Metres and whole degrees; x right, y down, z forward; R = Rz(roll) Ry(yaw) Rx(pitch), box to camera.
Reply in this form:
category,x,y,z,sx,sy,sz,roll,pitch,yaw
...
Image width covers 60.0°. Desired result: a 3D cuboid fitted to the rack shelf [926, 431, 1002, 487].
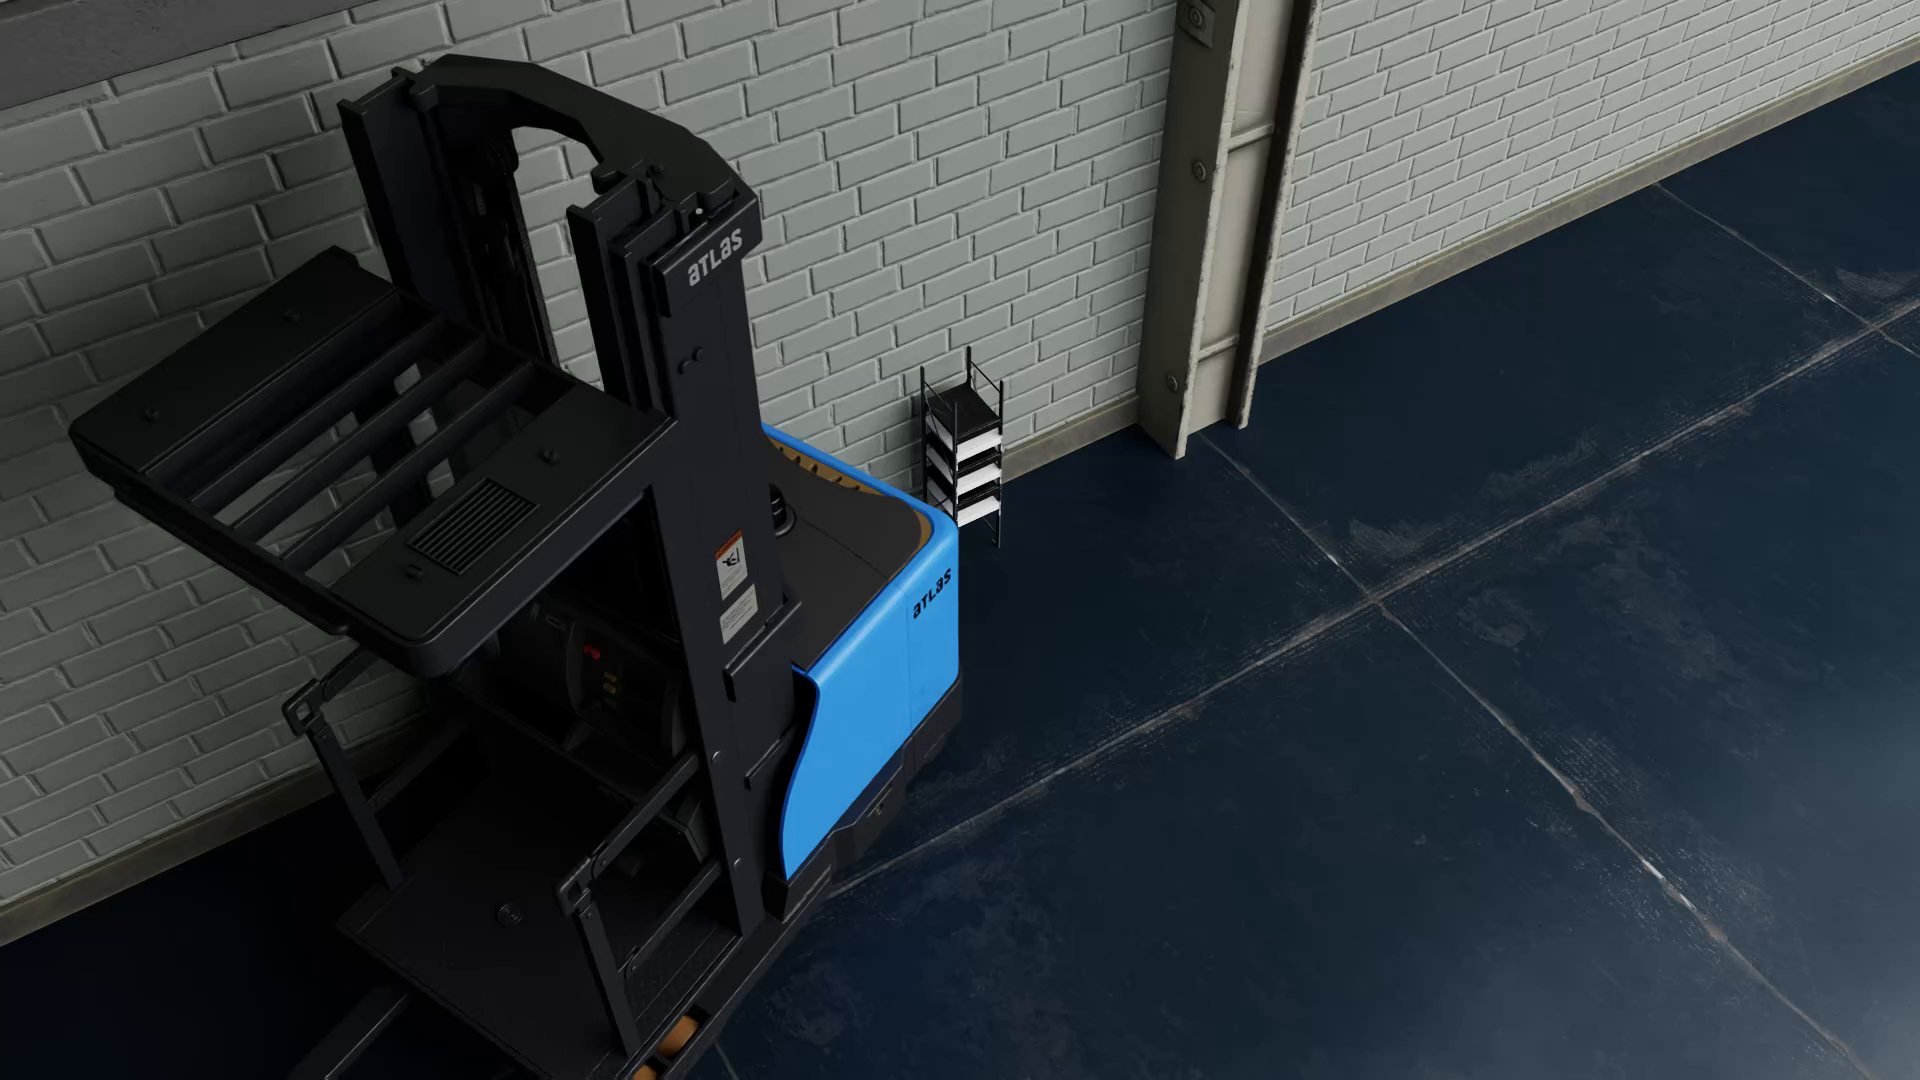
category,x,y,z,sx,sy,sz,roll,pitch,yaw
rack shelf,0.007,-0.340,6.320,0.200,0.077,0.258,-25,53,-21

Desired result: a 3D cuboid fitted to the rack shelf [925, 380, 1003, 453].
category,x,y,z,sx,sy,sz,roll,pitch,yaw
rack shelf,0.007,-0.460,6.185,0.200,0.077,0.258,-25,53,-21

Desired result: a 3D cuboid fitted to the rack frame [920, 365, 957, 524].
category,x,y,z,sx,sy,sz,roll,pitch,yaw
rack frame,-0.079,-0.262,6.326,0.006,0.900,0.240,-25,53,-21

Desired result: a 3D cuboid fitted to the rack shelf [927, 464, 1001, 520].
category,x,y,z,sx,sy,sz,roll,pitch,yaw
rack shelf,0.007,-0.220,6.454,0.200,0.077,0.258,-25,53,-21

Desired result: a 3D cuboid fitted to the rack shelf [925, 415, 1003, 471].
category,x,y,z,sx,sy,sz,roll,pitch,yaw
rack shelf,0.007,-0.400,6.253,0.200,0.077,0.258,-25,53,-21

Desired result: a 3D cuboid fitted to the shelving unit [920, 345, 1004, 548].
category,x,y,z,sx,sy,sz,roll,pitch,yaw
shelving unit,0.007,-0.303,6.362,0.210,0.900,0.258,-25,53,-21

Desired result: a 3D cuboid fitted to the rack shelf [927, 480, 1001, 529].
category,x,y,z,sx,sy,sz,roll,pitch,yaw
rack shelf,0.007,-0.161,6.521,0.200,0.077,0.258,-25,53,-21

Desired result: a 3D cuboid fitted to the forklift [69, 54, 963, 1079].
category,x,y,z,sx,sy,sz,roll,pitch,yaw
forklift,-1.230,0.388,4.387,1.130,2.935,3.031,27,54,22

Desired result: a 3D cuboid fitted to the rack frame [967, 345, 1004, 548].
category,x,y,z,sx,sy,sz,roll,pitch,yaw
rack frame,0.093,-0.343,6.398,0.006,0.900,0.240,-25,53,-21

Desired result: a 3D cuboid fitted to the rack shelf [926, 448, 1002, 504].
category,x,y,z,sx,sy,sz,roll,pitch,yaw
rack shelf,0.007,-0.280,6.387,0.200,0.077,0.258,-25,53,-21

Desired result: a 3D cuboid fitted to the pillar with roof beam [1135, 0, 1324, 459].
category,x,y,z,sx,sy,sz,roll,pitch,yaw
pillar with roof beam,3.286,-0.786,1.370,0.400,9.000,9.100,-25,53,-21
